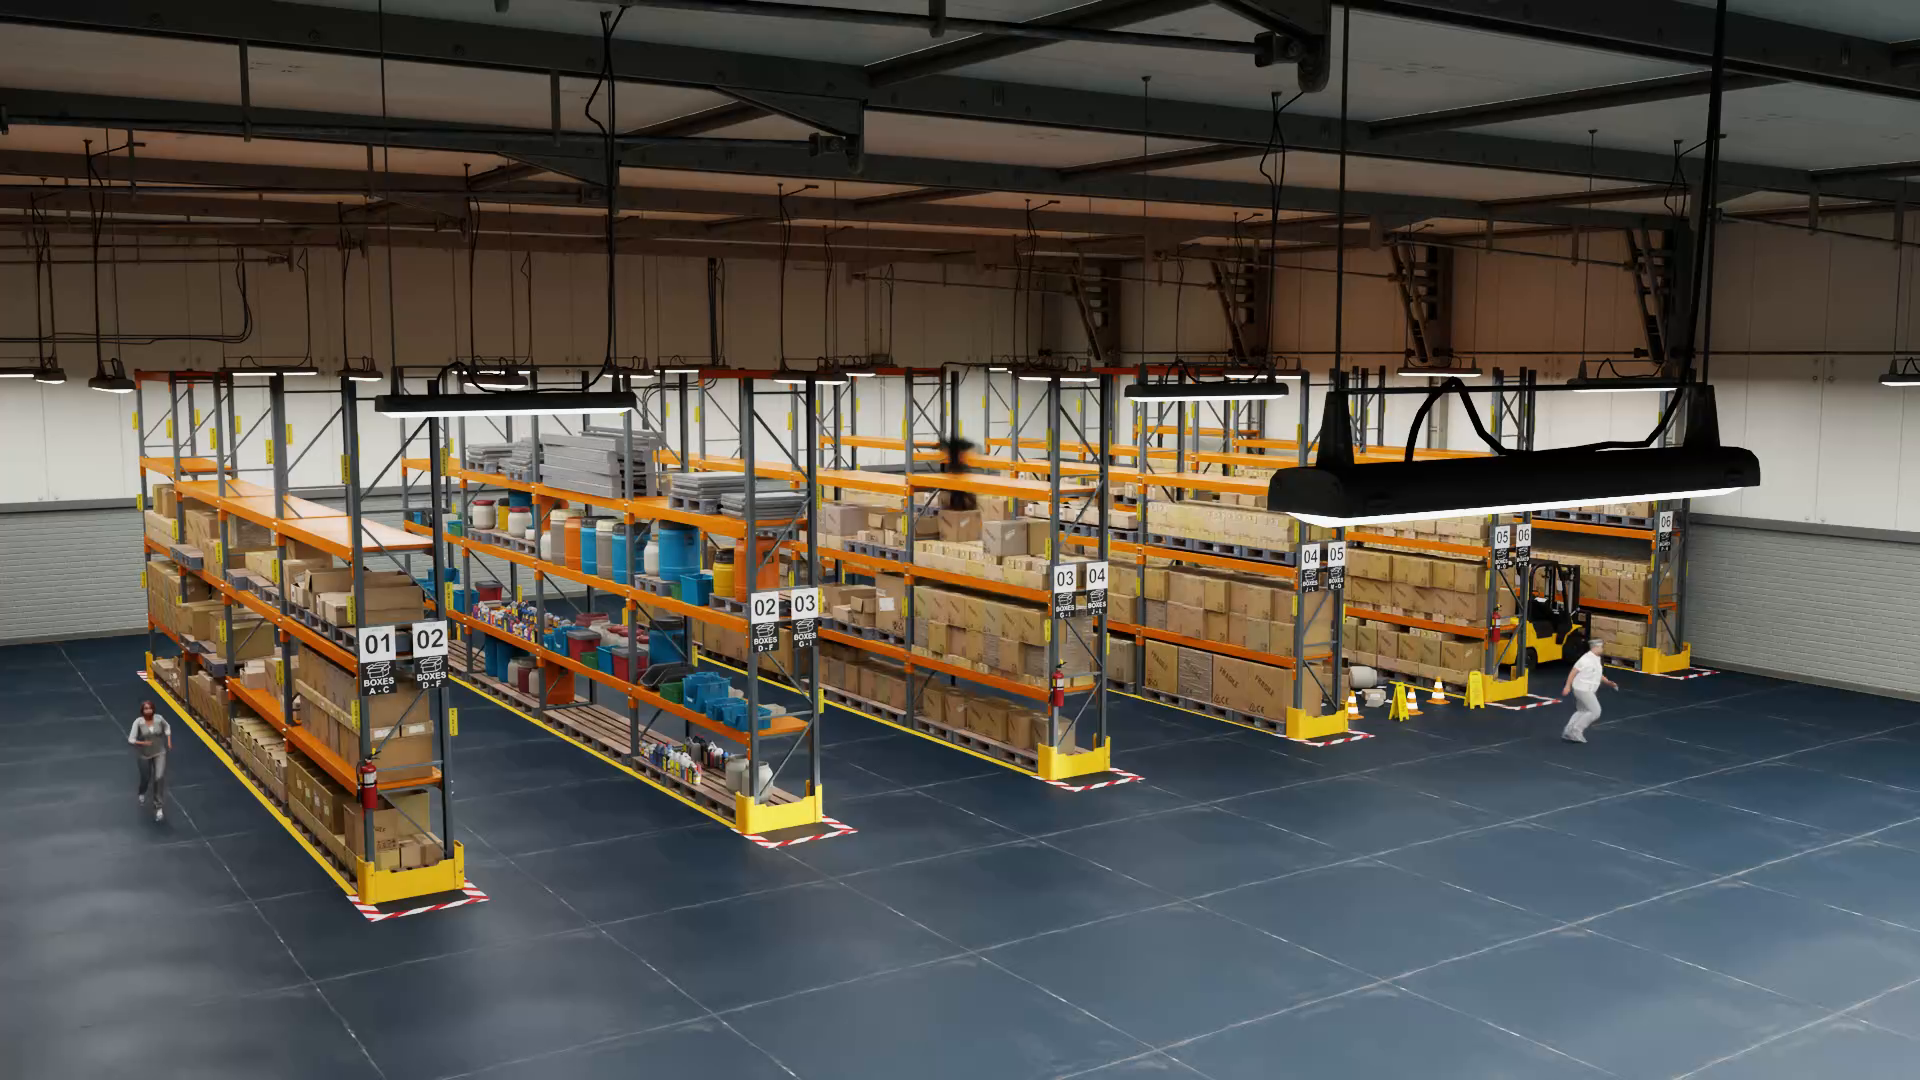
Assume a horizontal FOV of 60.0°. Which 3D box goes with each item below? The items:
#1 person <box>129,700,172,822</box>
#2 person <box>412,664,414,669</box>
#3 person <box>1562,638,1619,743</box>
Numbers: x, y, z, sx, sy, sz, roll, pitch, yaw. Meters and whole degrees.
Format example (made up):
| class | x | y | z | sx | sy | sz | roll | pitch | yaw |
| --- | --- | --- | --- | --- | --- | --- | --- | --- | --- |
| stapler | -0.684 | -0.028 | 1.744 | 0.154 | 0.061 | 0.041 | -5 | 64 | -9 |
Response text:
| class | x | y | z | sx | sy | sz | roll | pitch | yaw |
| --- | --- | --- | --- | --- | --- | --- | --- | --- | --- |
| person | -11.081 | 2.971 | 22.770 | 0.532 | 1.616 | 0.886 | -4 | 7 | -29 |
| person | -9.554 | 2.205 | 29.549 | 0.684 | 1.613 | 0.600 | 5 | 8 | 40 |
| person | 10.224 | 2.434 | 26.960 | 0.809 | 1.702 | 0.643 | 3 | 7 | 28 |
